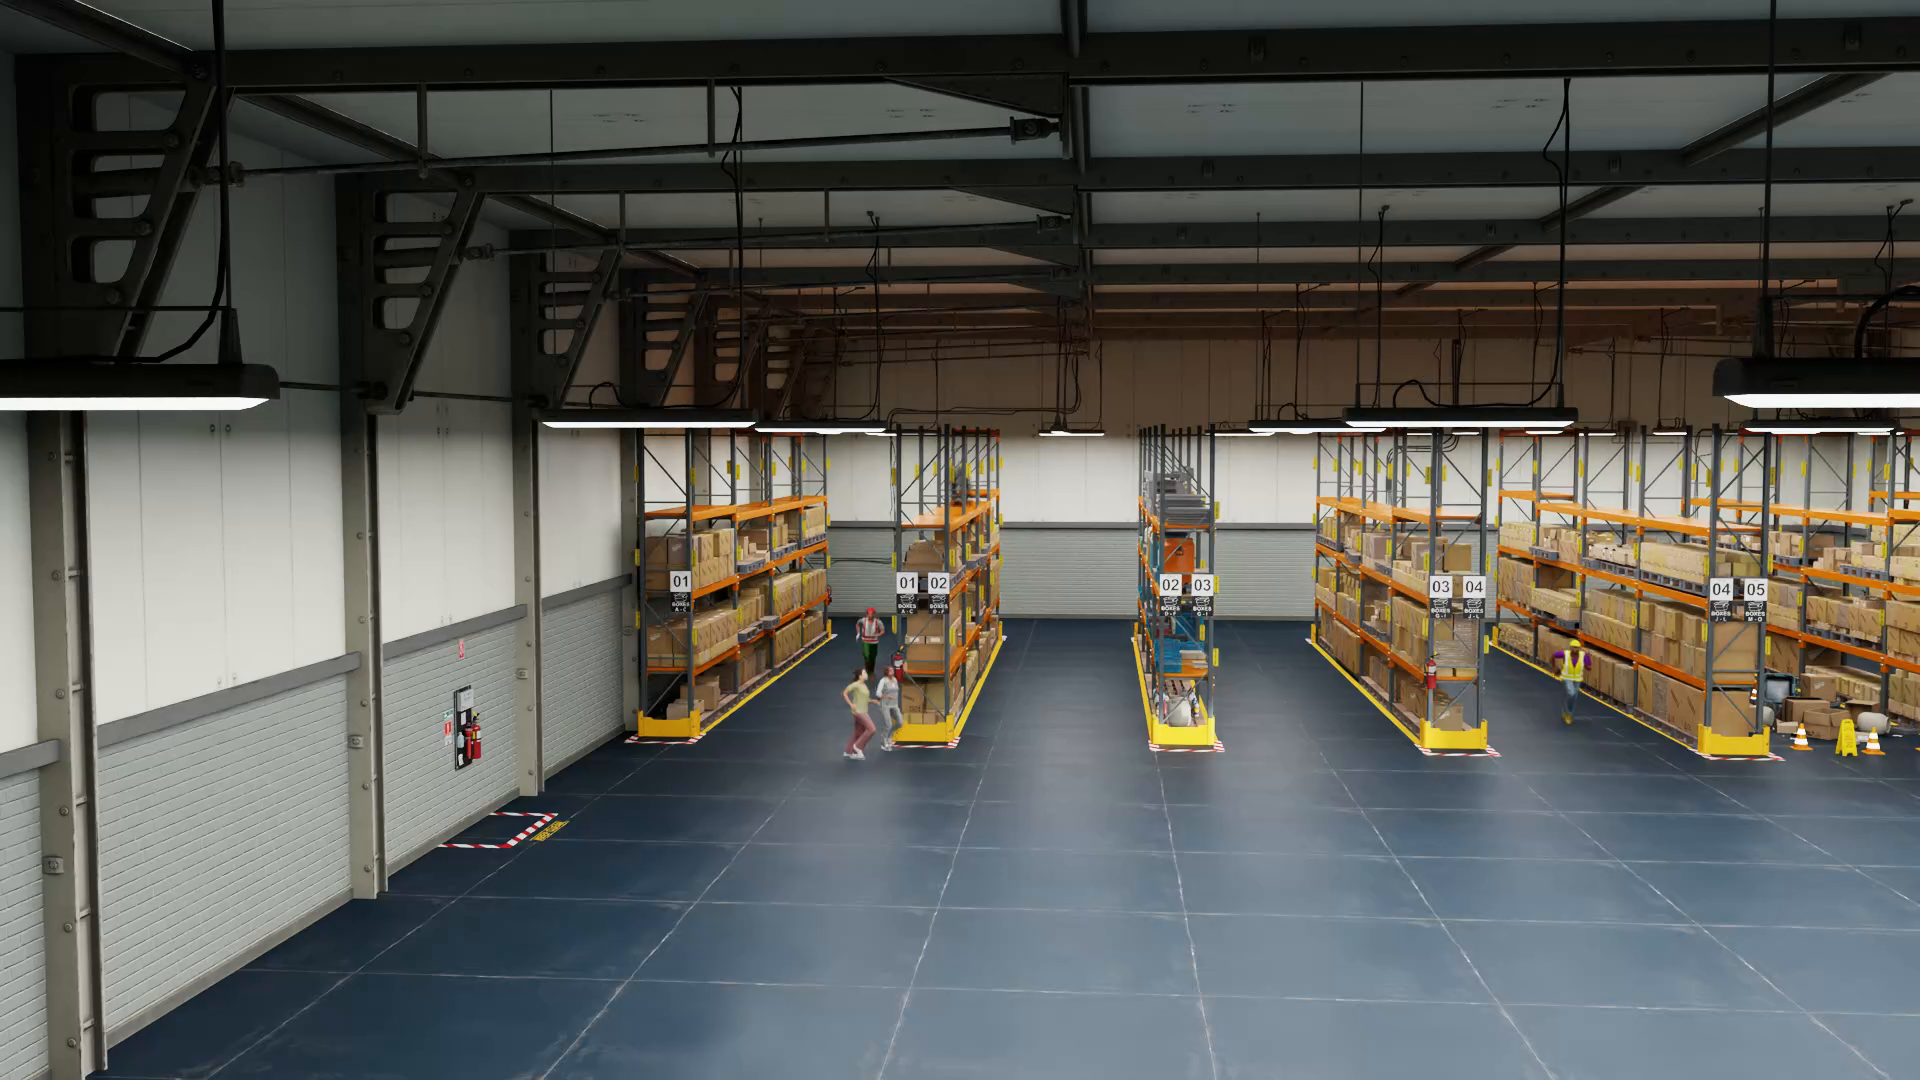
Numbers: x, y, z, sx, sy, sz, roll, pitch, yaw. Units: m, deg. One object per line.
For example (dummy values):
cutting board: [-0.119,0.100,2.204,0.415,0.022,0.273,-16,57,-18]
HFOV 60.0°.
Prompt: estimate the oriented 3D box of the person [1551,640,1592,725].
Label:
person: [12.249,2.830,33.317,0.683,1.716,0.918,0,3,-1]

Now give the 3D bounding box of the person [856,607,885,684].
person: [-2.115,2.453,39.291,0.667,1.788,0.911,0,3,-5]

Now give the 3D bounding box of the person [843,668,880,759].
person: [-1.773,3.088,29.587,0.696,1.642,0.595,1,4,16]

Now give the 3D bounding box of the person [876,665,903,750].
person: [-1.264,3.084,30.531,0.557,1.572,0.518,-3,5,-41]
